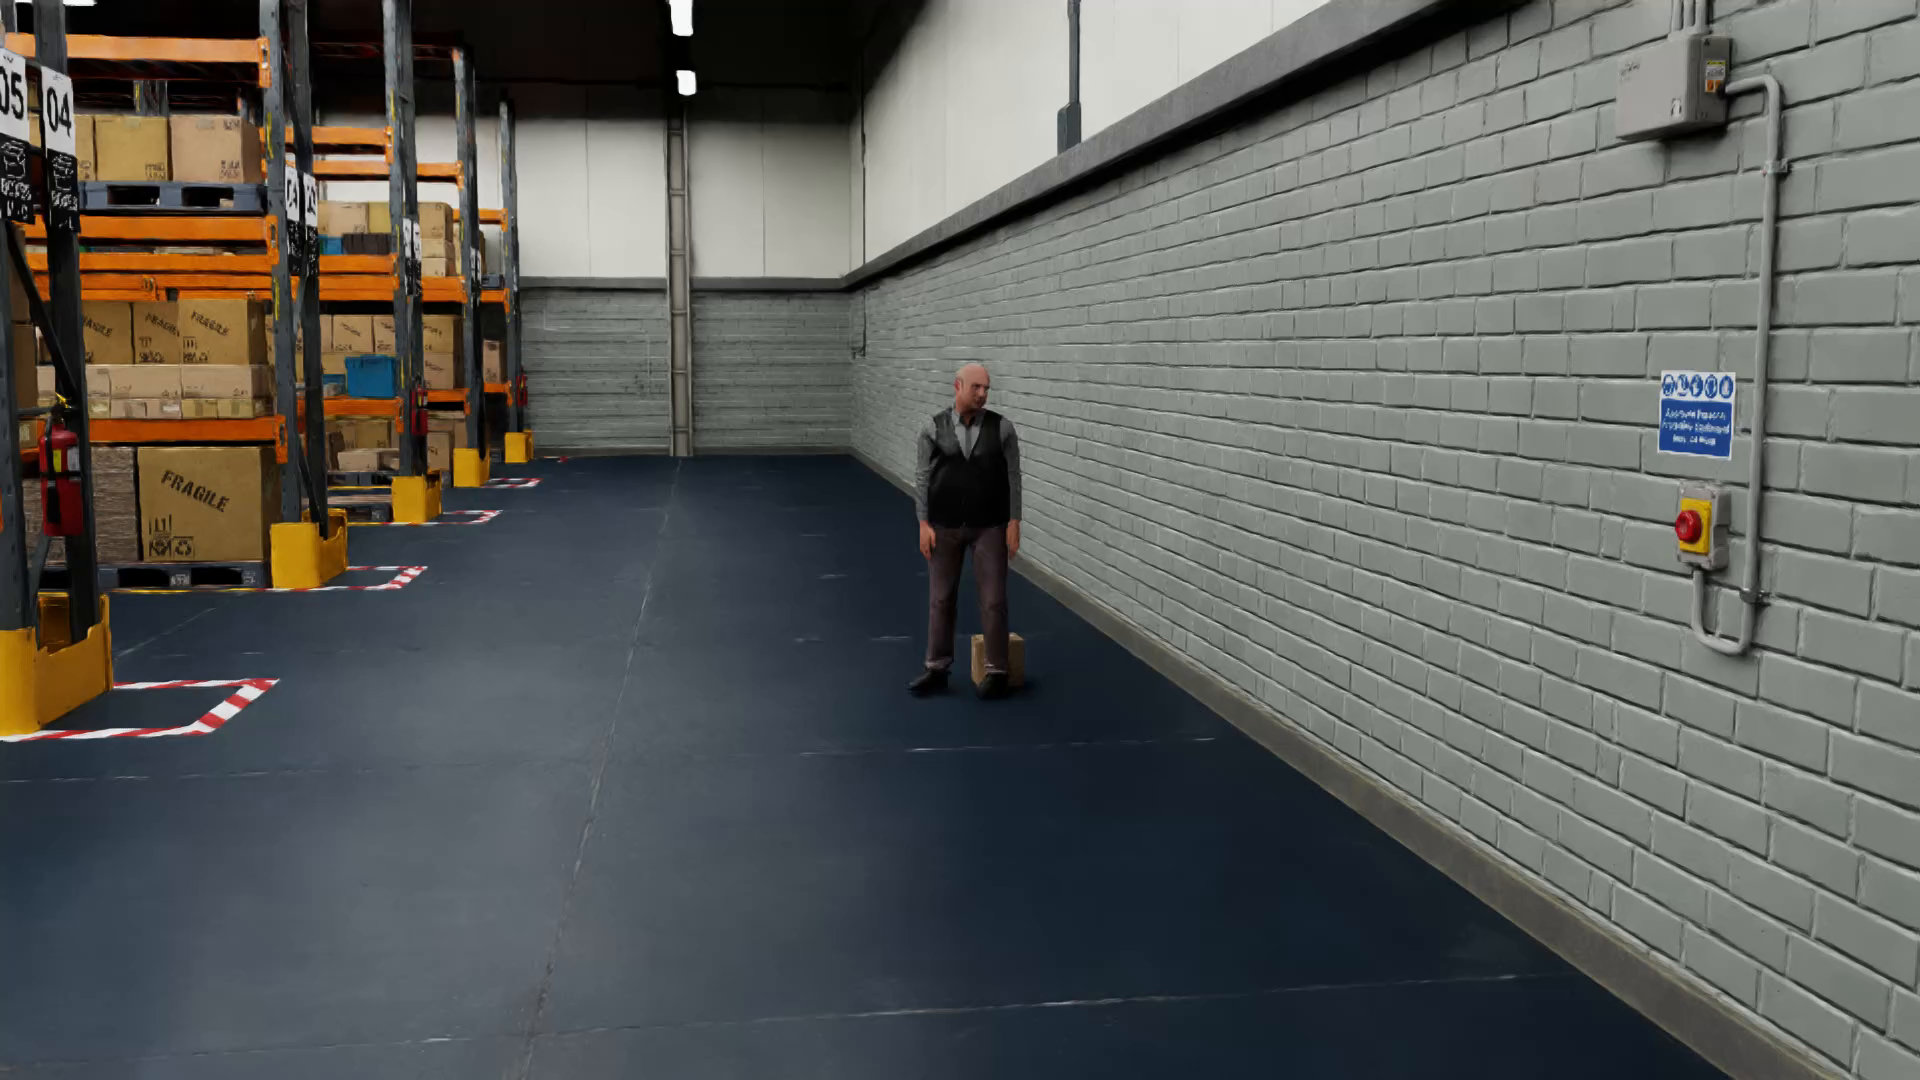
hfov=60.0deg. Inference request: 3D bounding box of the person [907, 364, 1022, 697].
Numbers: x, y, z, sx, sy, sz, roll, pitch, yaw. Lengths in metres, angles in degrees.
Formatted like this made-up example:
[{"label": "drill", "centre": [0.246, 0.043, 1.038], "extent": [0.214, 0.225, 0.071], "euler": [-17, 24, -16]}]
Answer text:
[{"label": "person", "centre": [0.023, -0.052, 8.691], "extent": [0.594, 1.728, 0.365], "euler": [1, 6, 7]}]
